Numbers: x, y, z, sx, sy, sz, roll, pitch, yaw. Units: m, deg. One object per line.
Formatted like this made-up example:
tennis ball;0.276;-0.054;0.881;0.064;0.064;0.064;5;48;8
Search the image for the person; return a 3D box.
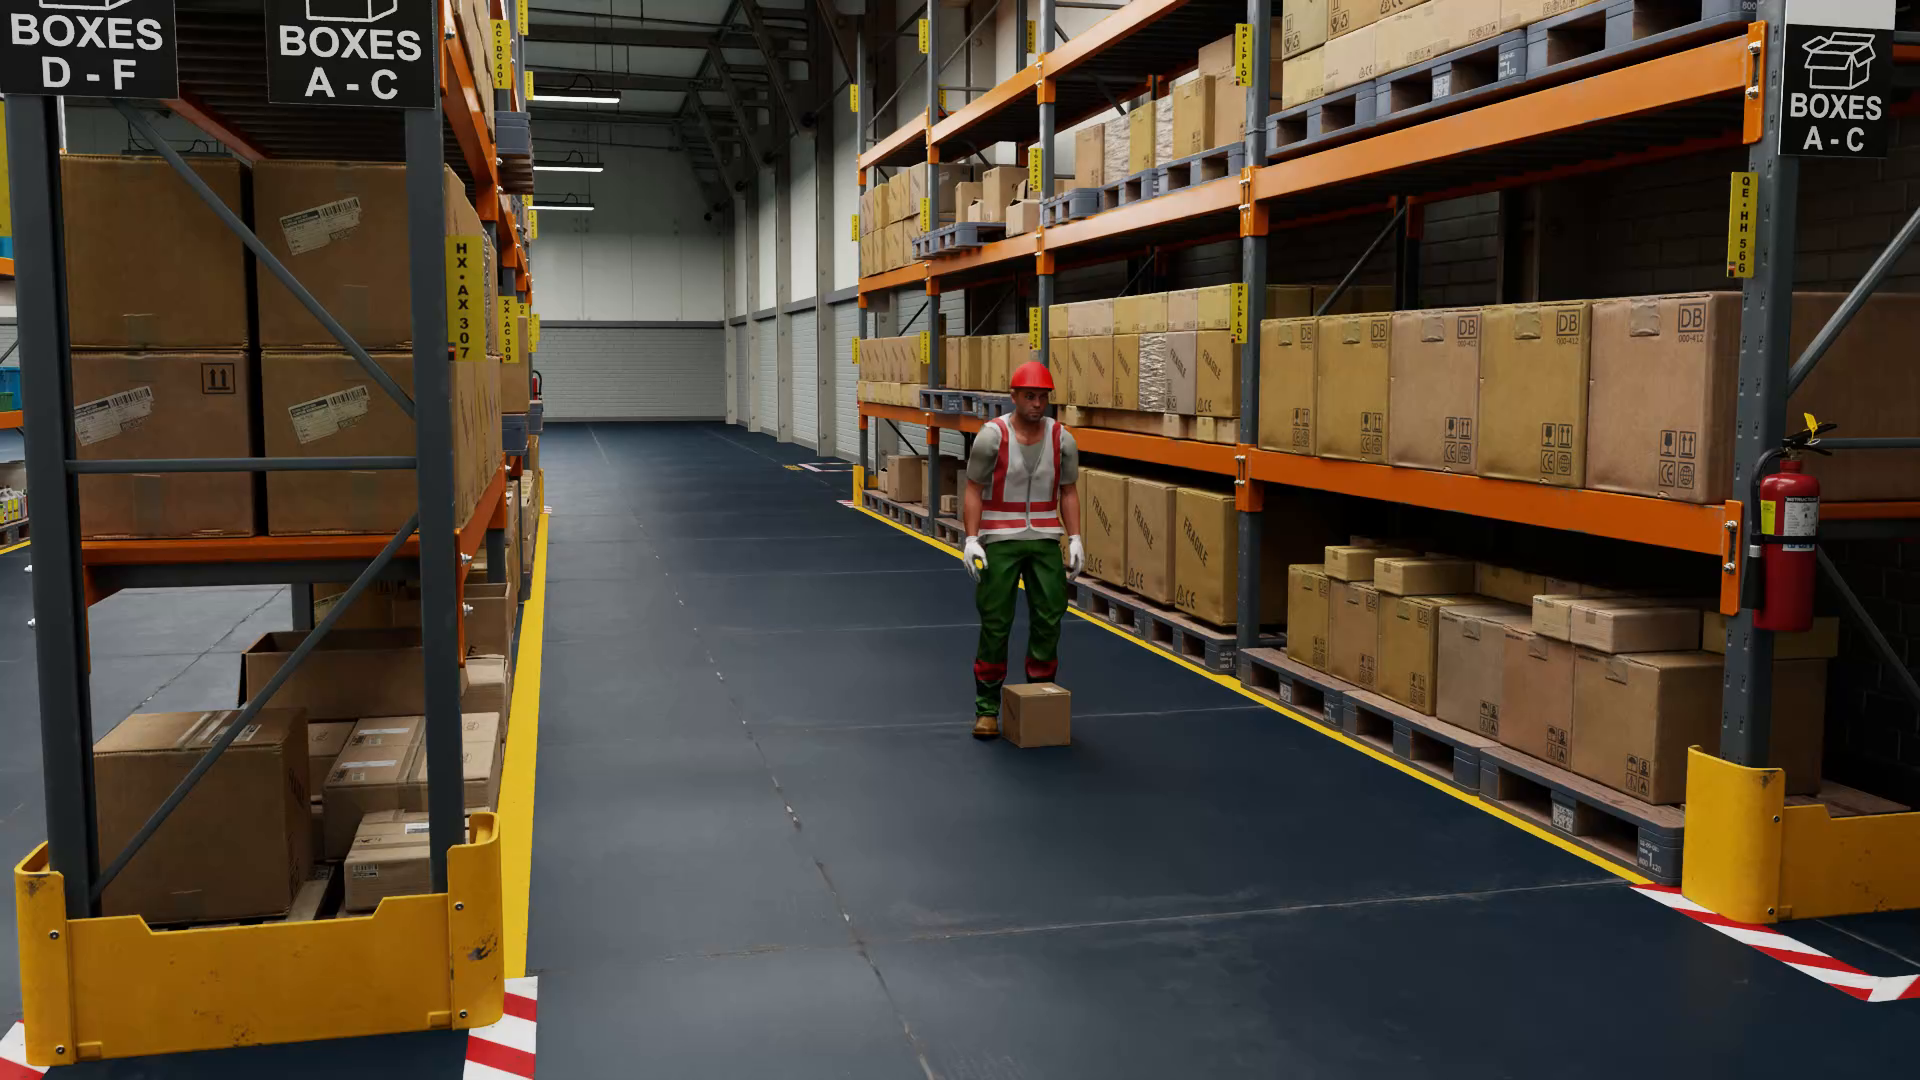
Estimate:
person;0.305;0.039;7.950;0.607;1.780;0.450;-1;6;-14
